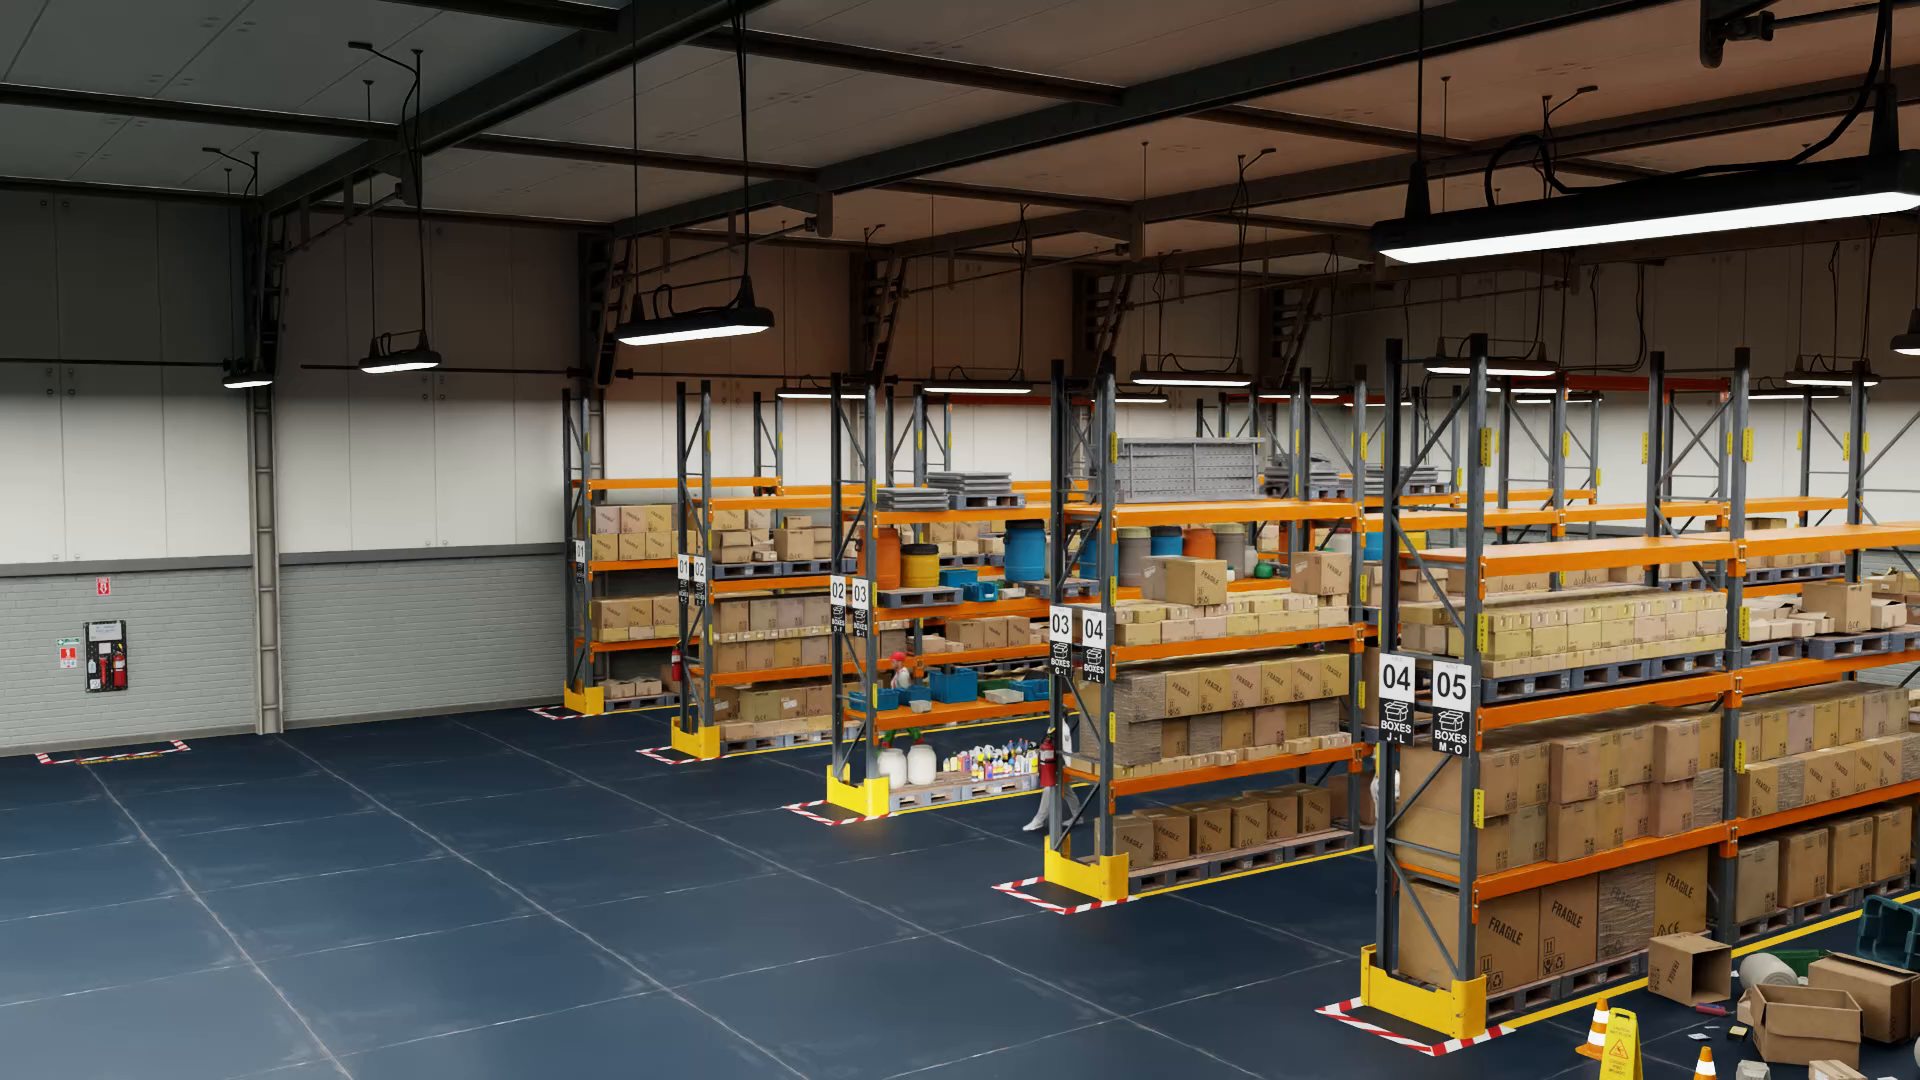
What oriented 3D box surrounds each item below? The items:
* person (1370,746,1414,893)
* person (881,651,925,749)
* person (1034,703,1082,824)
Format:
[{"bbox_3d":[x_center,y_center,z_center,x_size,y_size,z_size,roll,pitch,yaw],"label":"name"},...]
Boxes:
[{"bbox_3d":[4.884,3.143,18.705,0.506,1.658,0.522,-1,4,-11],"label":"person"},{"bbox_3d":[-1.085,2.195,30.418,1.521,1.501,9.601,0,4,3],"label":"person"},{"bbox_3d":[1.281,2.894,21.705,0.691,1.561,0.464,-1,4,-8],"label":"person"}]
